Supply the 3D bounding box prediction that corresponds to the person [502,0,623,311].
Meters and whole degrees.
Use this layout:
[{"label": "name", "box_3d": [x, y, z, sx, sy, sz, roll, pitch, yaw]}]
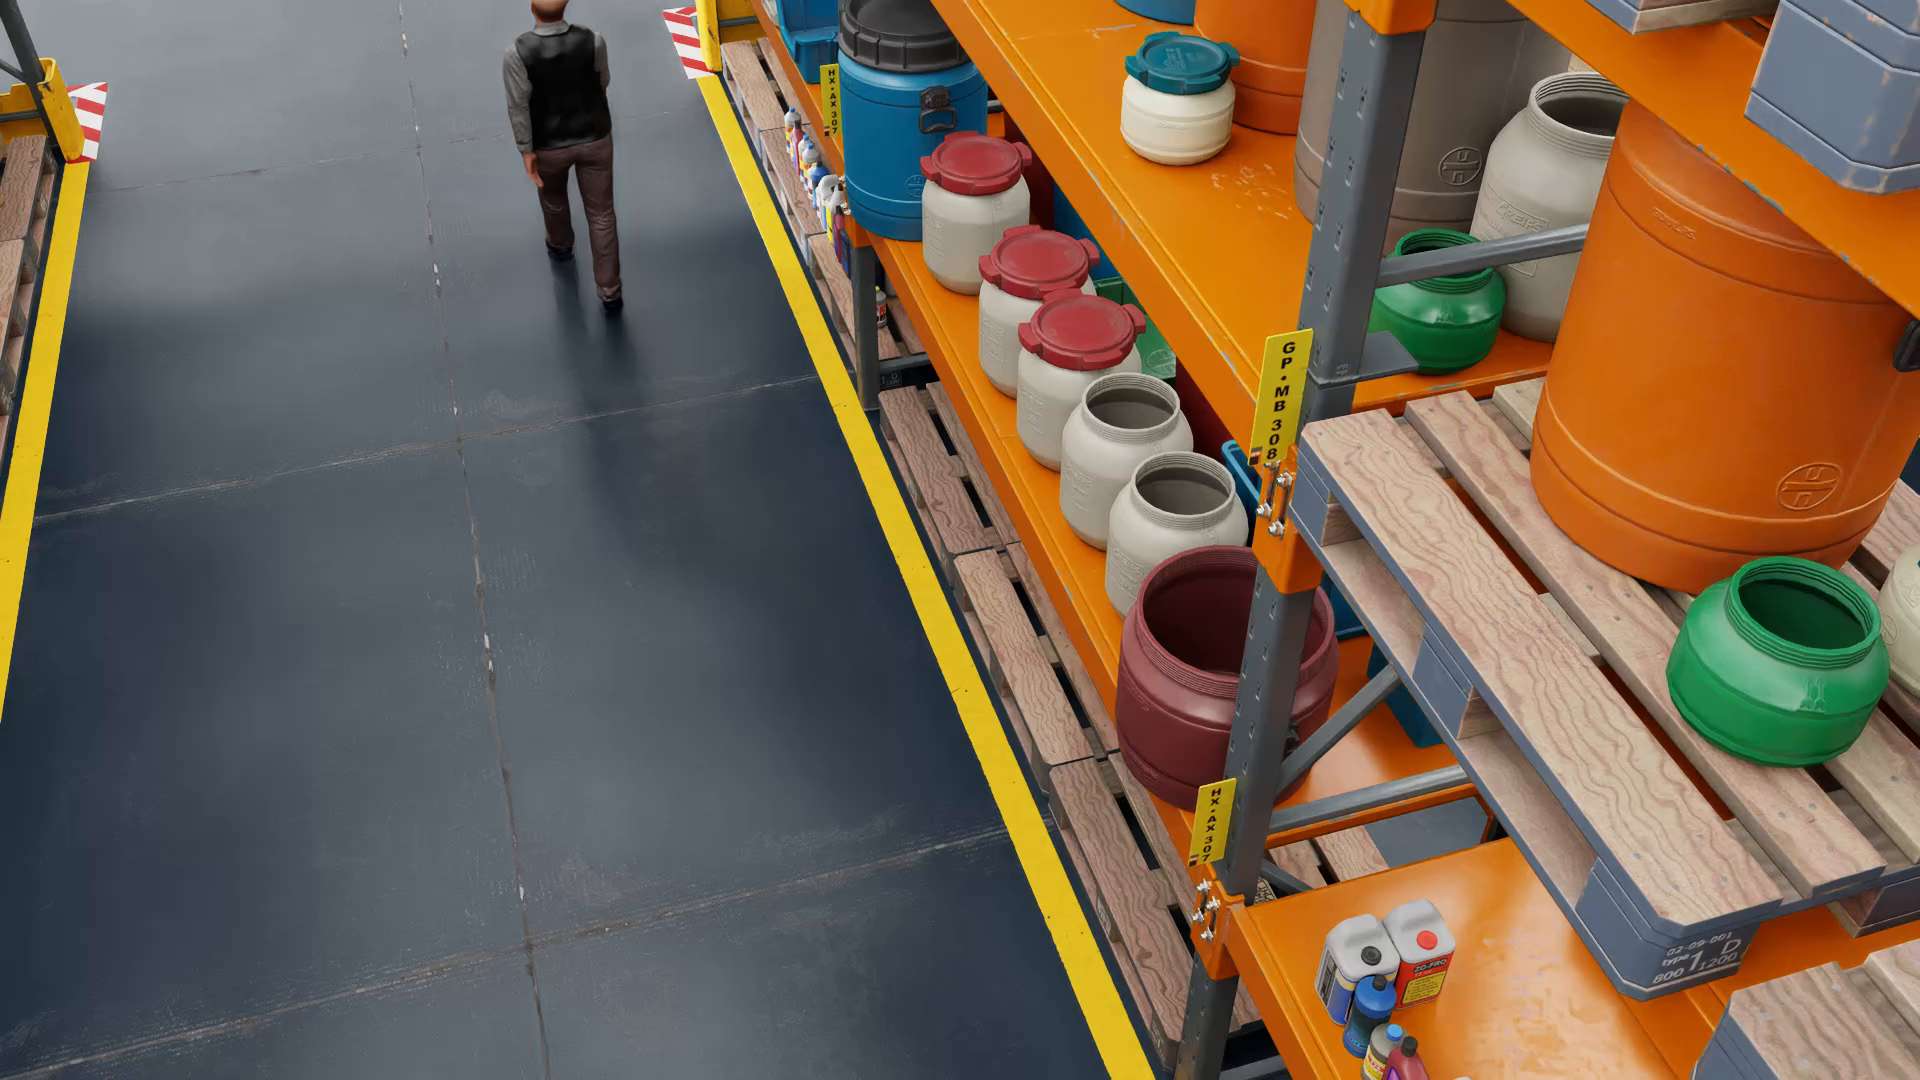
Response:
[{"label": "person", "box_3d": [-2.009, -2.074, 8.478, 0.531, 1.699, 0.933, -12, 43, -13]}]
